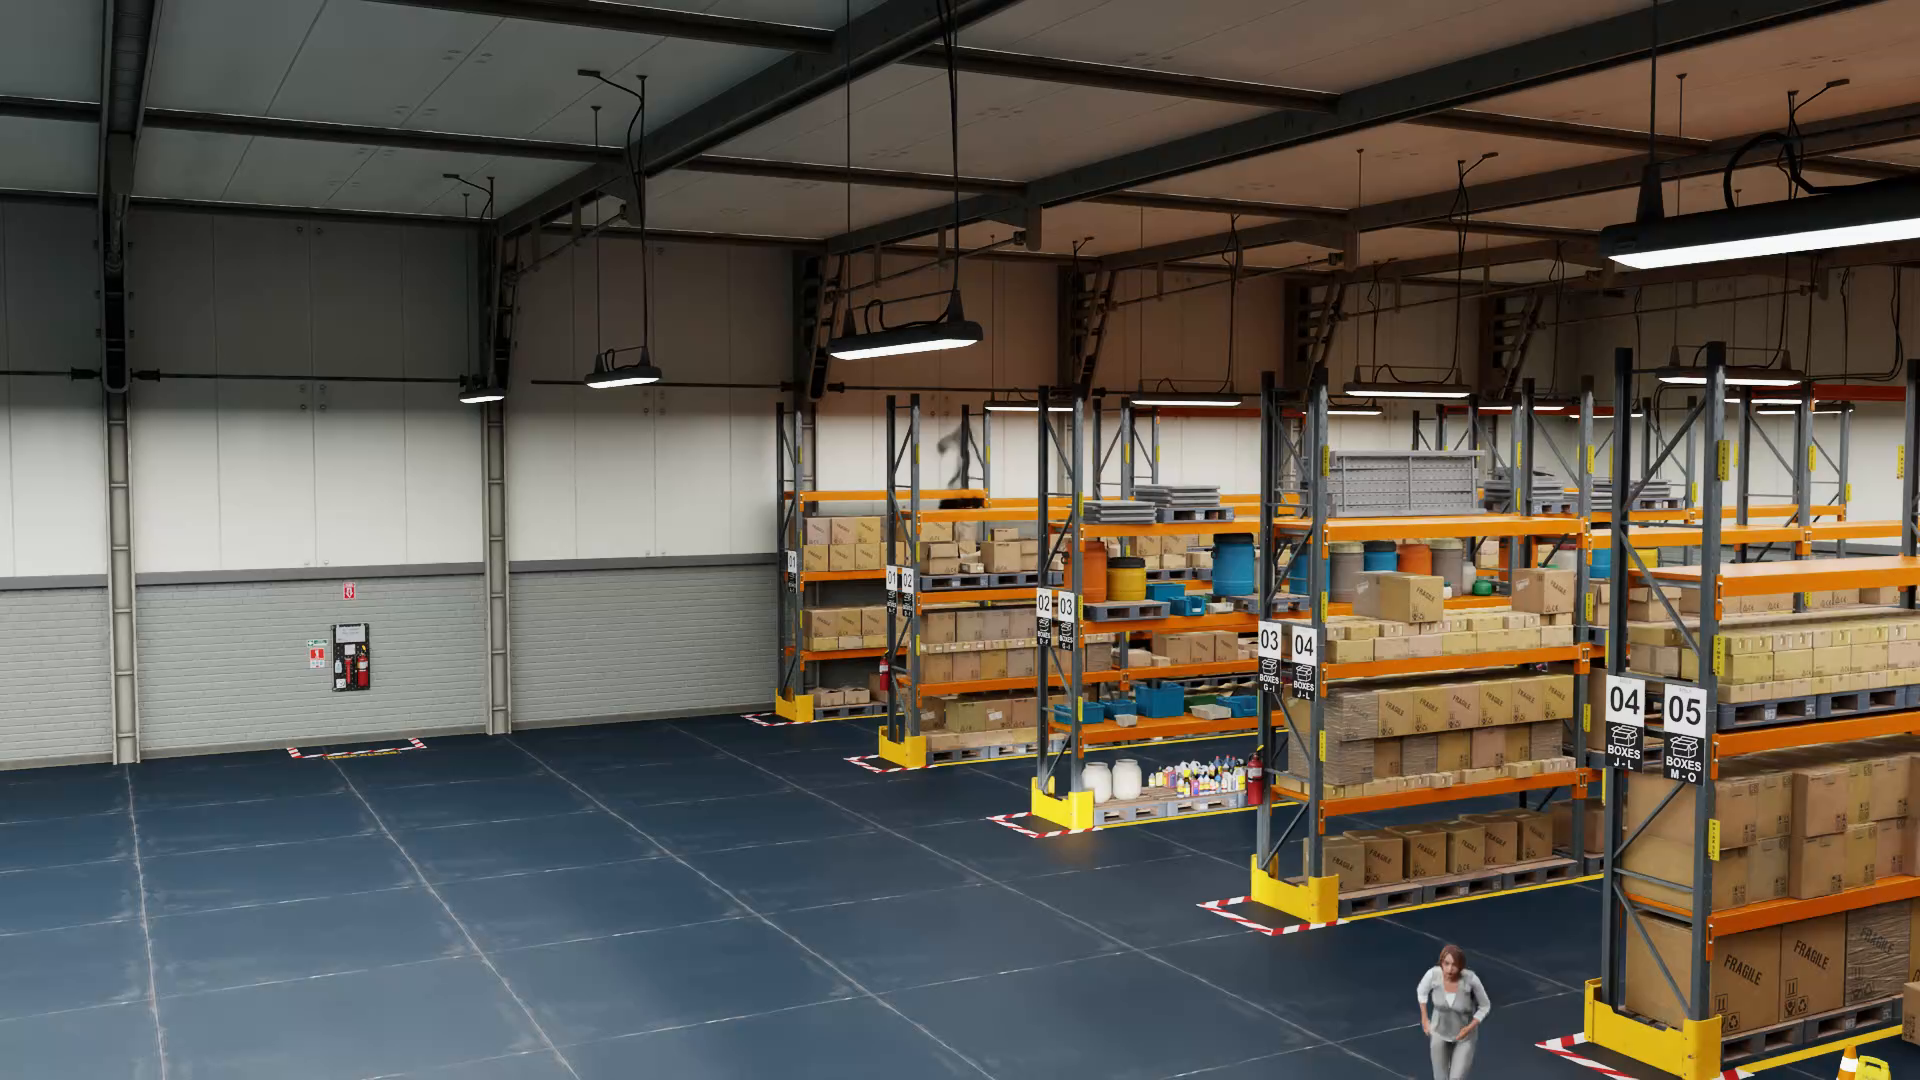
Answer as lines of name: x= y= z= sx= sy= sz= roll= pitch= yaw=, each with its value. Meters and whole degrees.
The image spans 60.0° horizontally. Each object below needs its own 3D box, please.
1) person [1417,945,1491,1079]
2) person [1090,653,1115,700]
person: x=3.685 y=3.729 z=12.429 sx=0.533 sy=1.515 sz=0.723 roll=1 pitch=3 yaw=19
person: x=2.690 y=2.558 z=31.449 sx=0.761 sy=1.704 sz=0.655 roll=-3 pitch=4 yaw=-40
